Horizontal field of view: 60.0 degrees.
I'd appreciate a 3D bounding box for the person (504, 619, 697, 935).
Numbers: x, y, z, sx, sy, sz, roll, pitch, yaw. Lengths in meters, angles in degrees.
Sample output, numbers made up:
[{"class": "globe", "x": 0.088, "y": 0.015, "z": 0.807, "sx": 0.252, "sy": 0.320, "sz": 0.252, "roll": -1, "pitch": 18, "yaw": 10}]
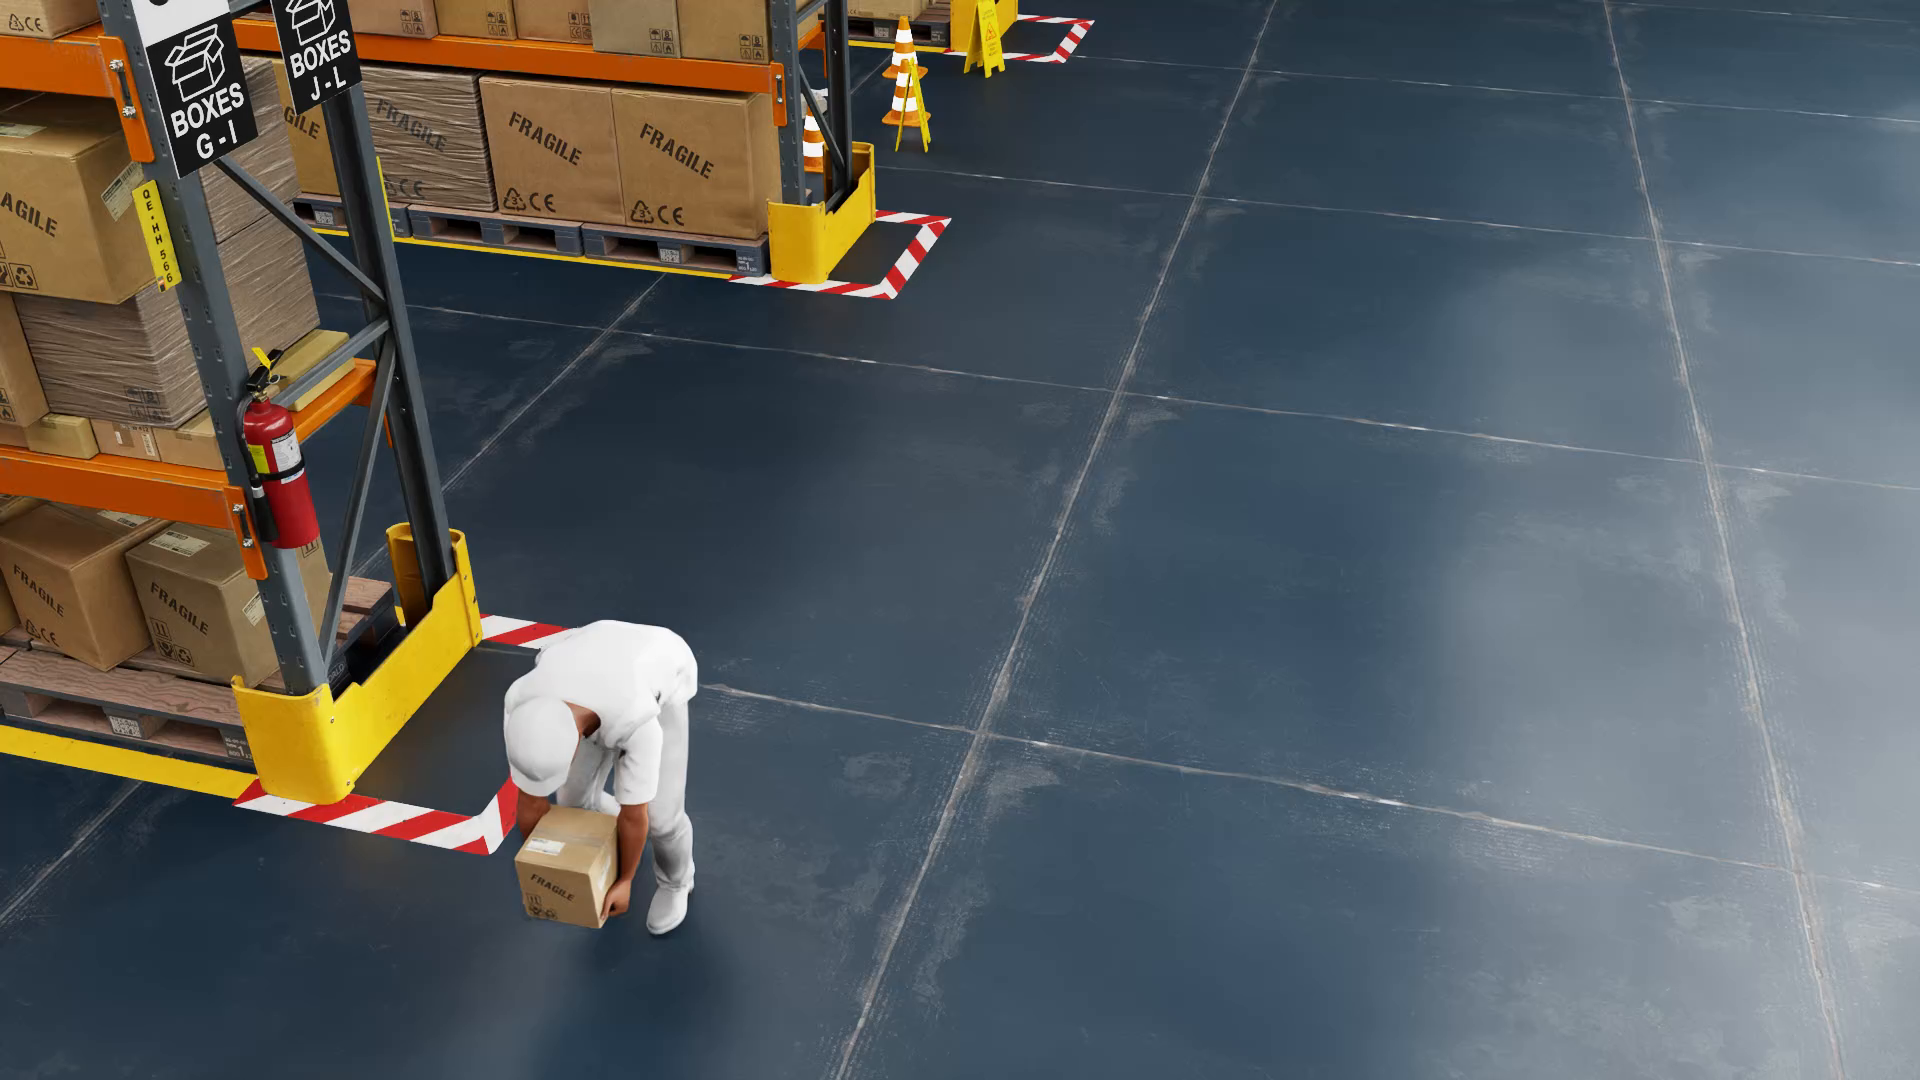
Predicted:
[{"class": "person", "x": -1.127, "y": 0.795, "z": 5.322, "sx": 0.494, "sy": 1.281, "sz": 0.933, "roll": 7, "pitch": 33, "yaw": 11}]
